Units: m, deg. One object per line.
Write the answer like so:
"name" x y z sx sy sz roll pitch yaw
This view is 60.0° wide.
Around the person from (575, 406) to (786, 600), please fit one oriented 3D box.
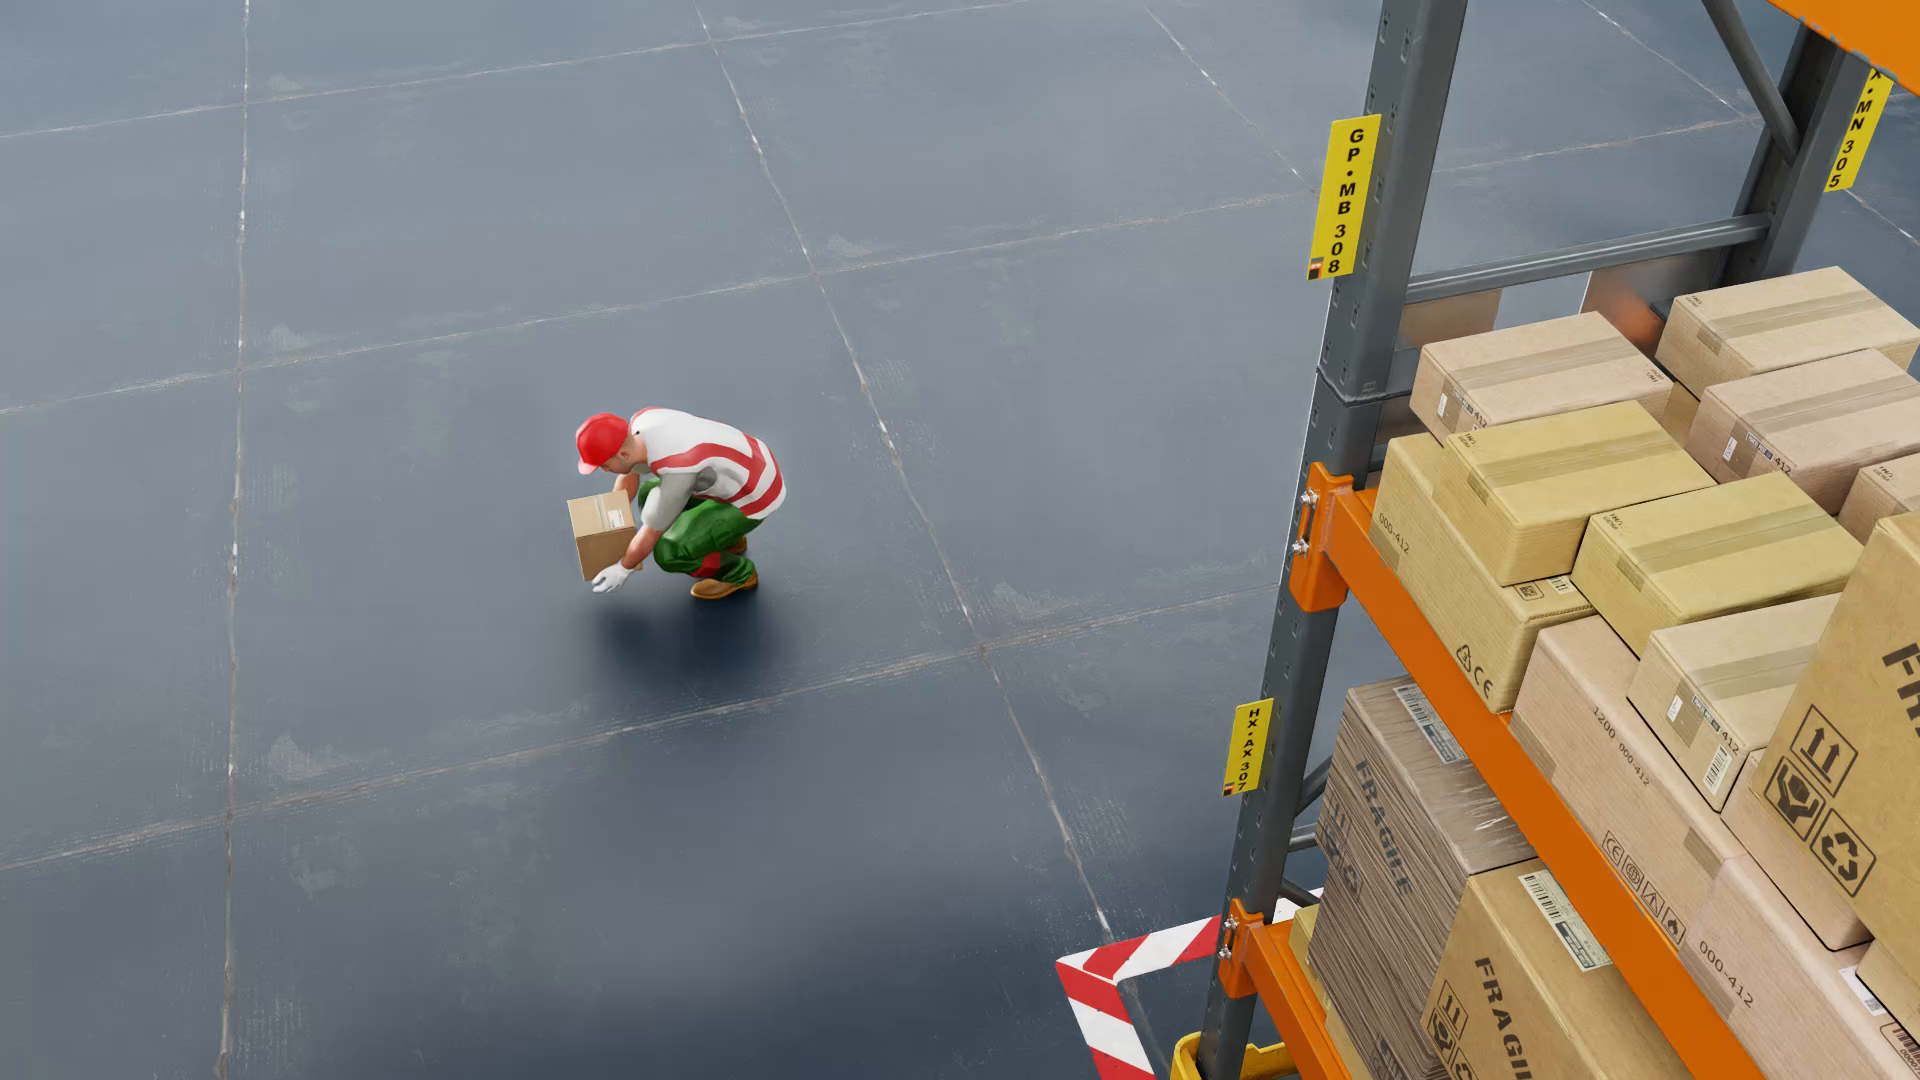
"person" -1.170 -0.196 6.964 0.875 0.991 0.570 -12 43 -13
